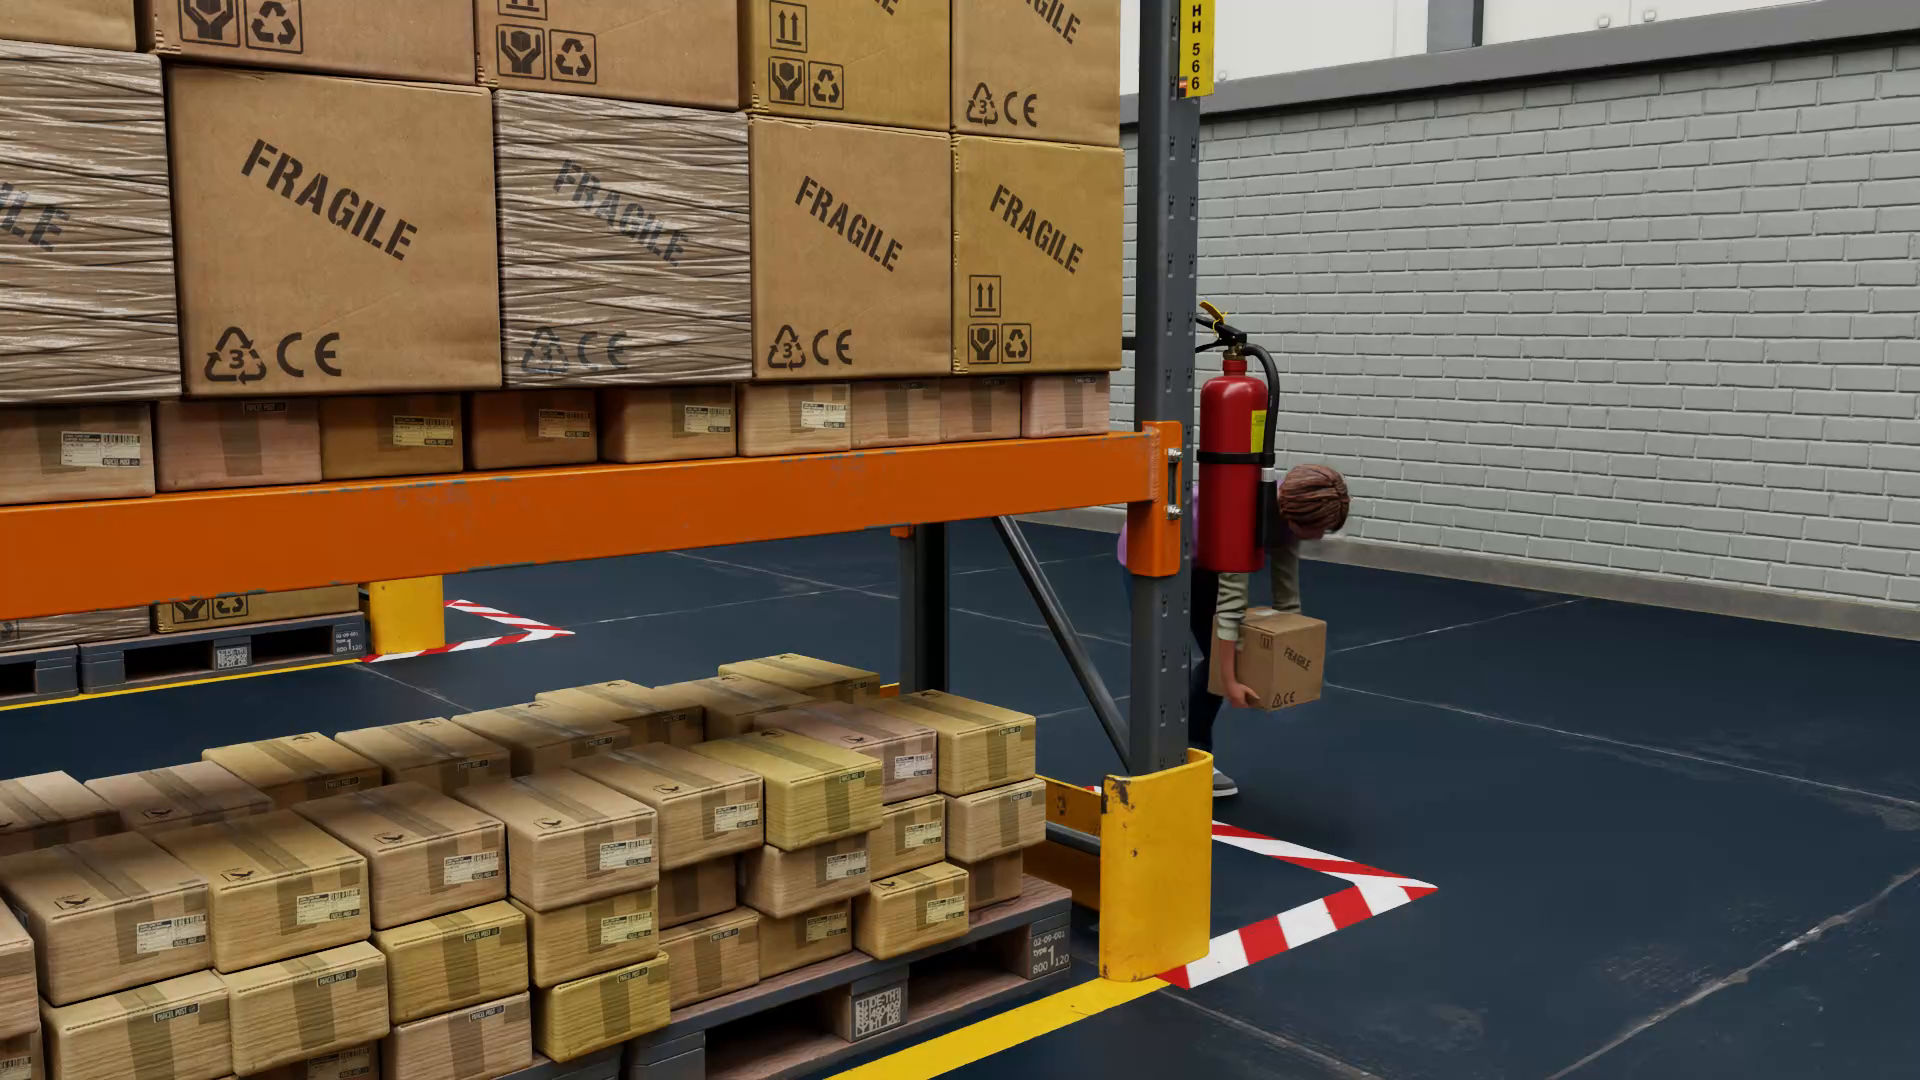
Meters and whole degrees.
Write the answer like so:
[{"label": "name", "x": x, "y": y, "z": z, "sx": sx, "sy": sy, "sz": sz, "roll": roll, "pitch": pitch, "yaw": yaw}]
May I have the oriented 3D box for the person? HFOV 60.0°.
[{"label": "person", "x": 0.856, "y": 0.310, "z": 5.271, "sx": 0.385, "sy": 1.136, "sz": 0.848, "roll": -6, "pitch": 10, "yaw": -39}]
